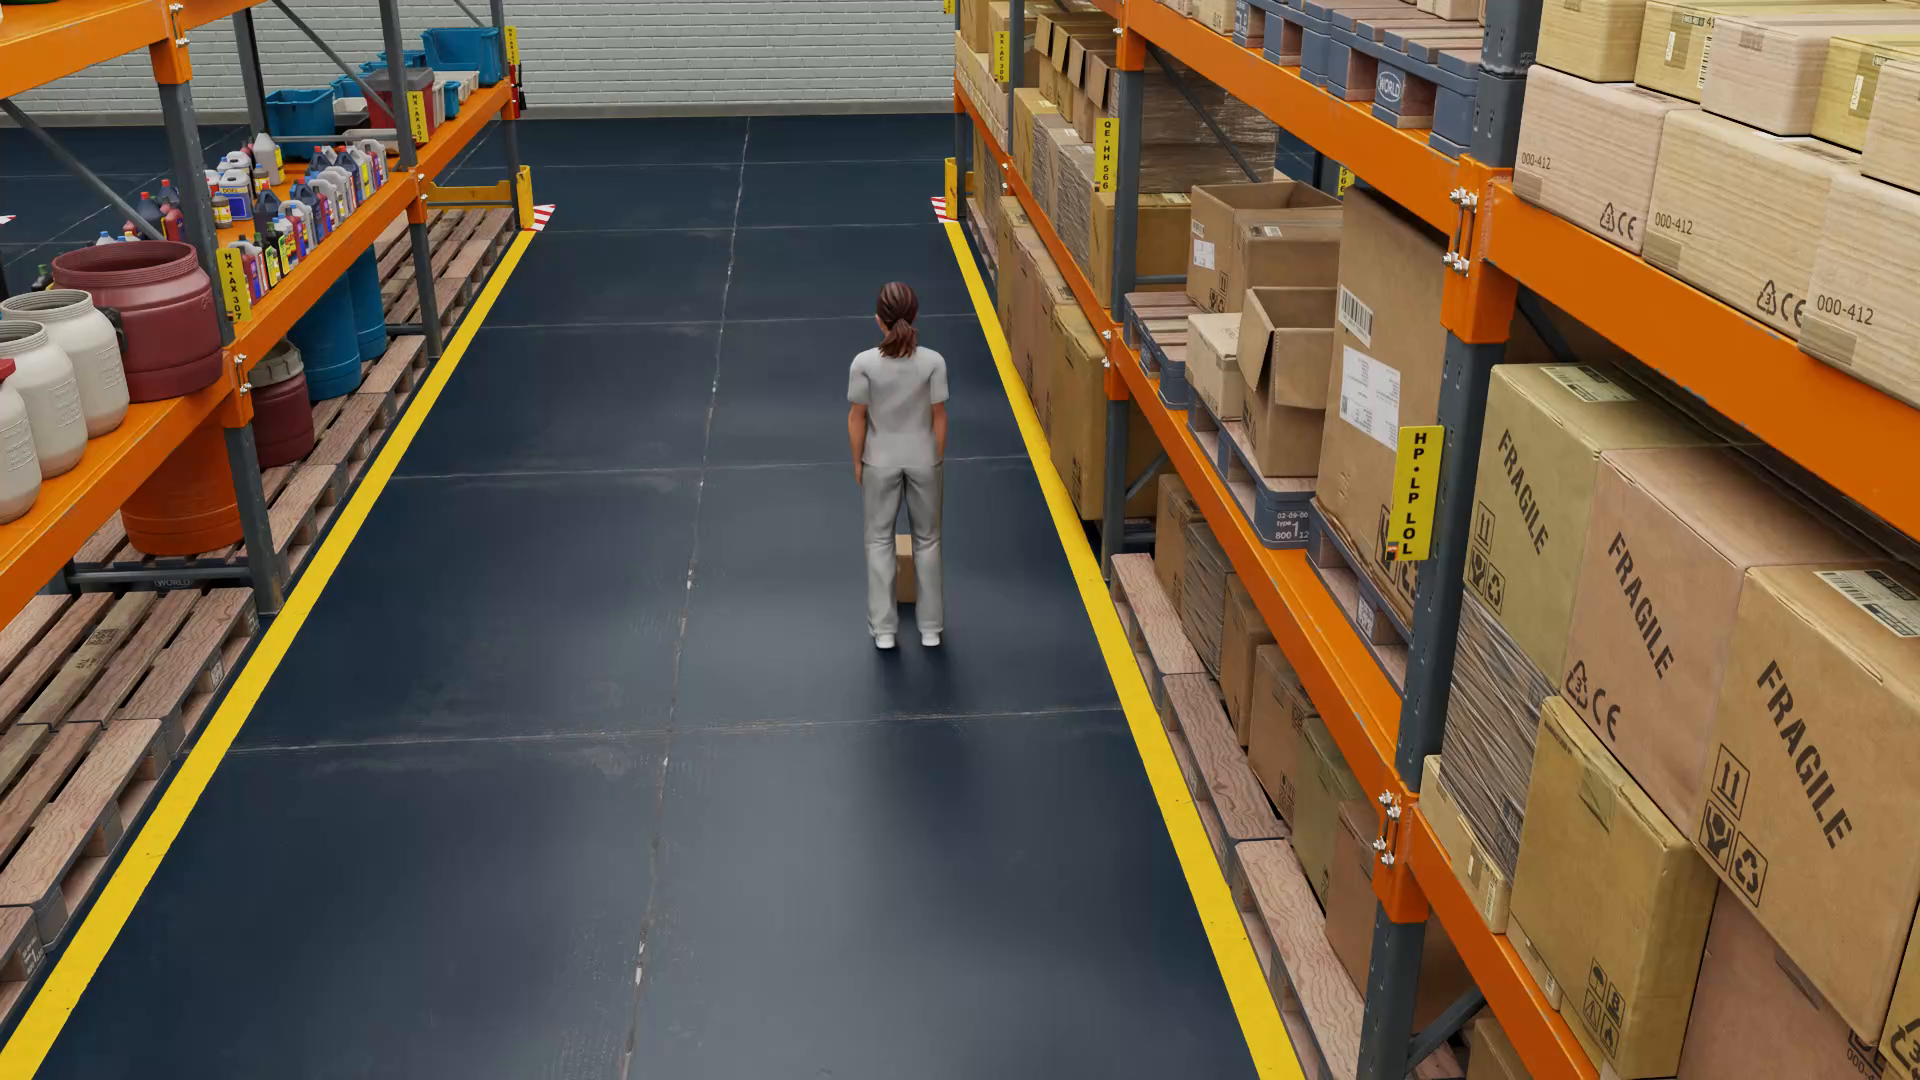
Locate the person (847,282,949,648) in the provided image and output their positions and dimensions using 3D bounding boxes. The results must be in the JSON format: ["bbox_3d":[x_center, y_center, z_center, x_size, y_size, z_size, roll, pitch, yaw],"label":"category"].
[{"bbox_3d":[-0.267,-0.315,7.324,0.439,1.673,0.365,-2,24,-4],"label":"person"}]
